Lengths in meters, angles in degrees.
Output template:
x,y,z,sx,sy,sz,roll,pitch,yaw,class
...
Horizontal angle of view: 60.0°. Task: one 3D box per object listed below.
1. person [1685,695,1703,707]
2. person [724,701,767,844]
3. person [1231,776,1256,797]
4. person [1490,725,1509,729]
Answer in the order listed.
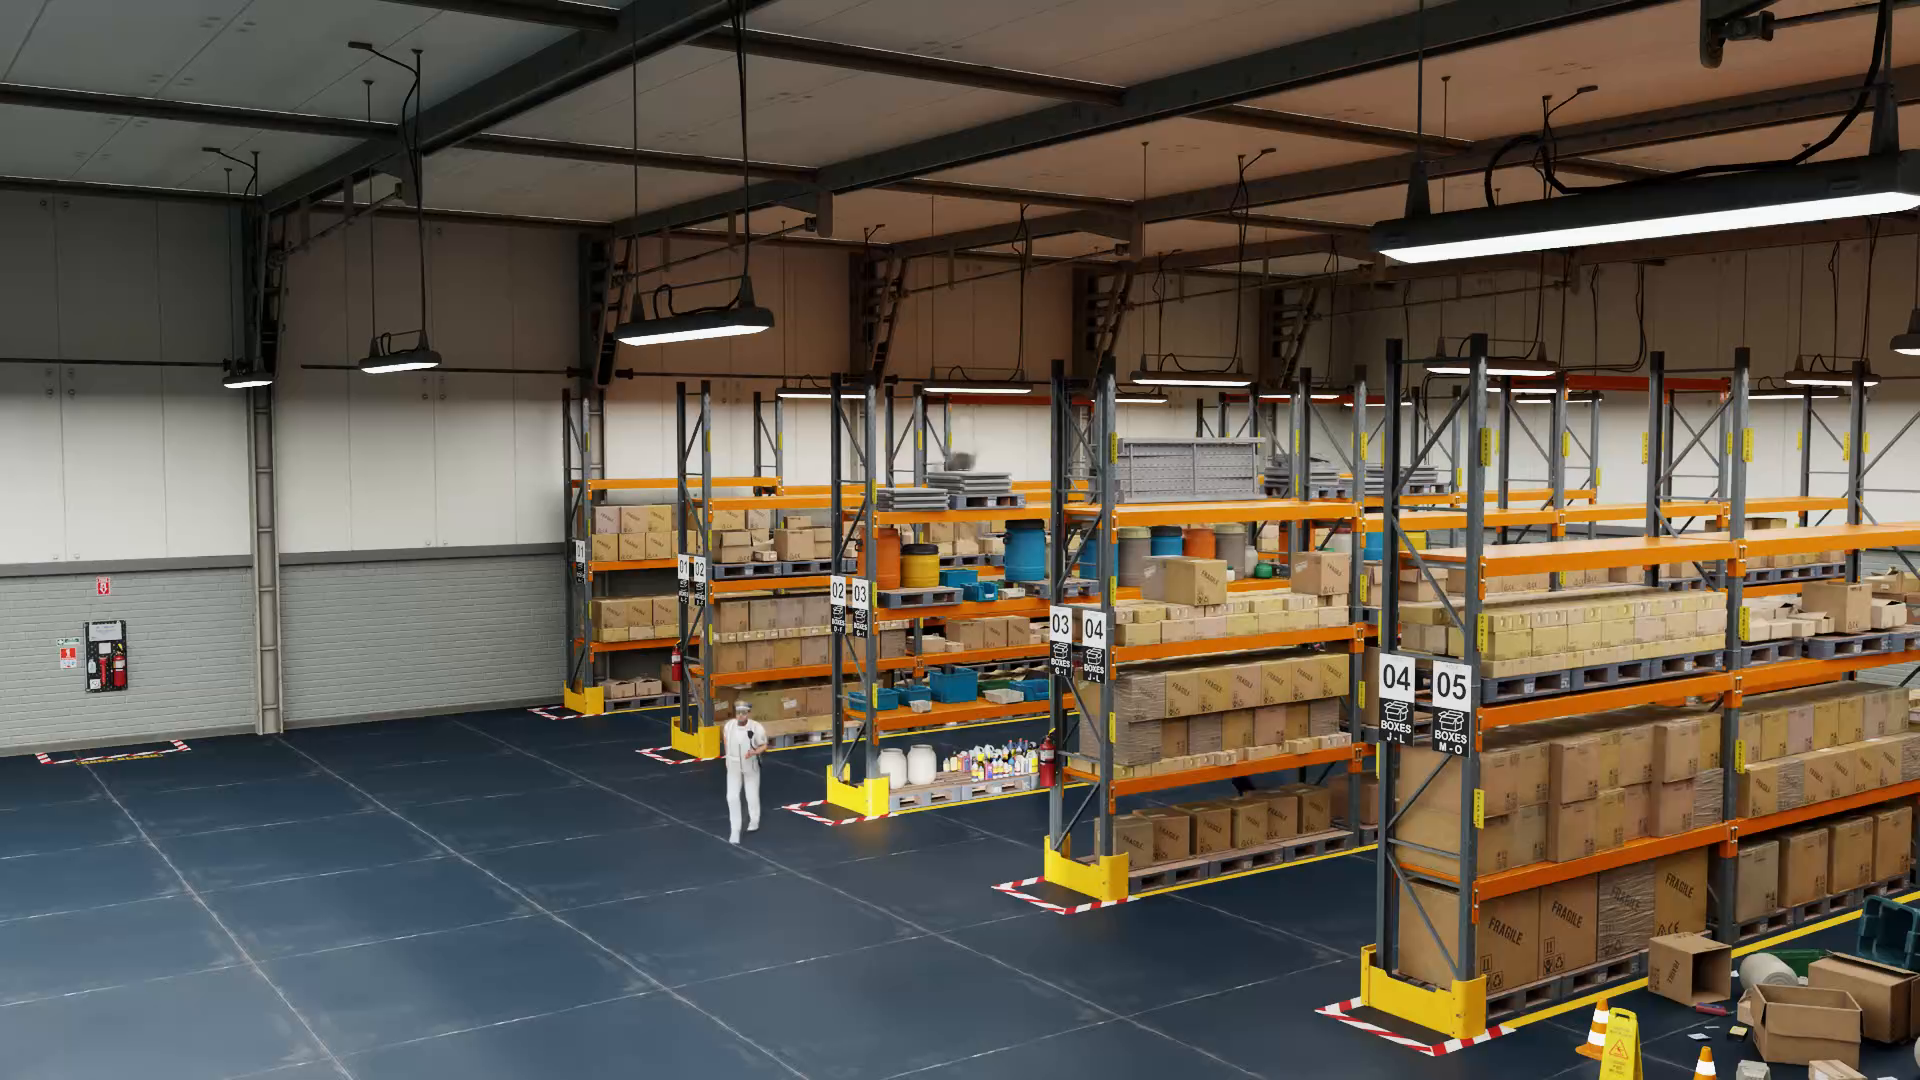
x,y,z,sx,sy,sz,roll,pitch,yaw,class
9.863,2.871,22.473,0.896,1.670,0.622,-3,5,-39,person
-2.743,2.935,21.231,0.584,1.831,0.898,0,4,0,person
3.824,2.885,22.881,0.573,1.609,0.603,-3,5,-41,person
6.345,3.026,19.533,0.893,1.812,0.669,-3,5,-38,person
